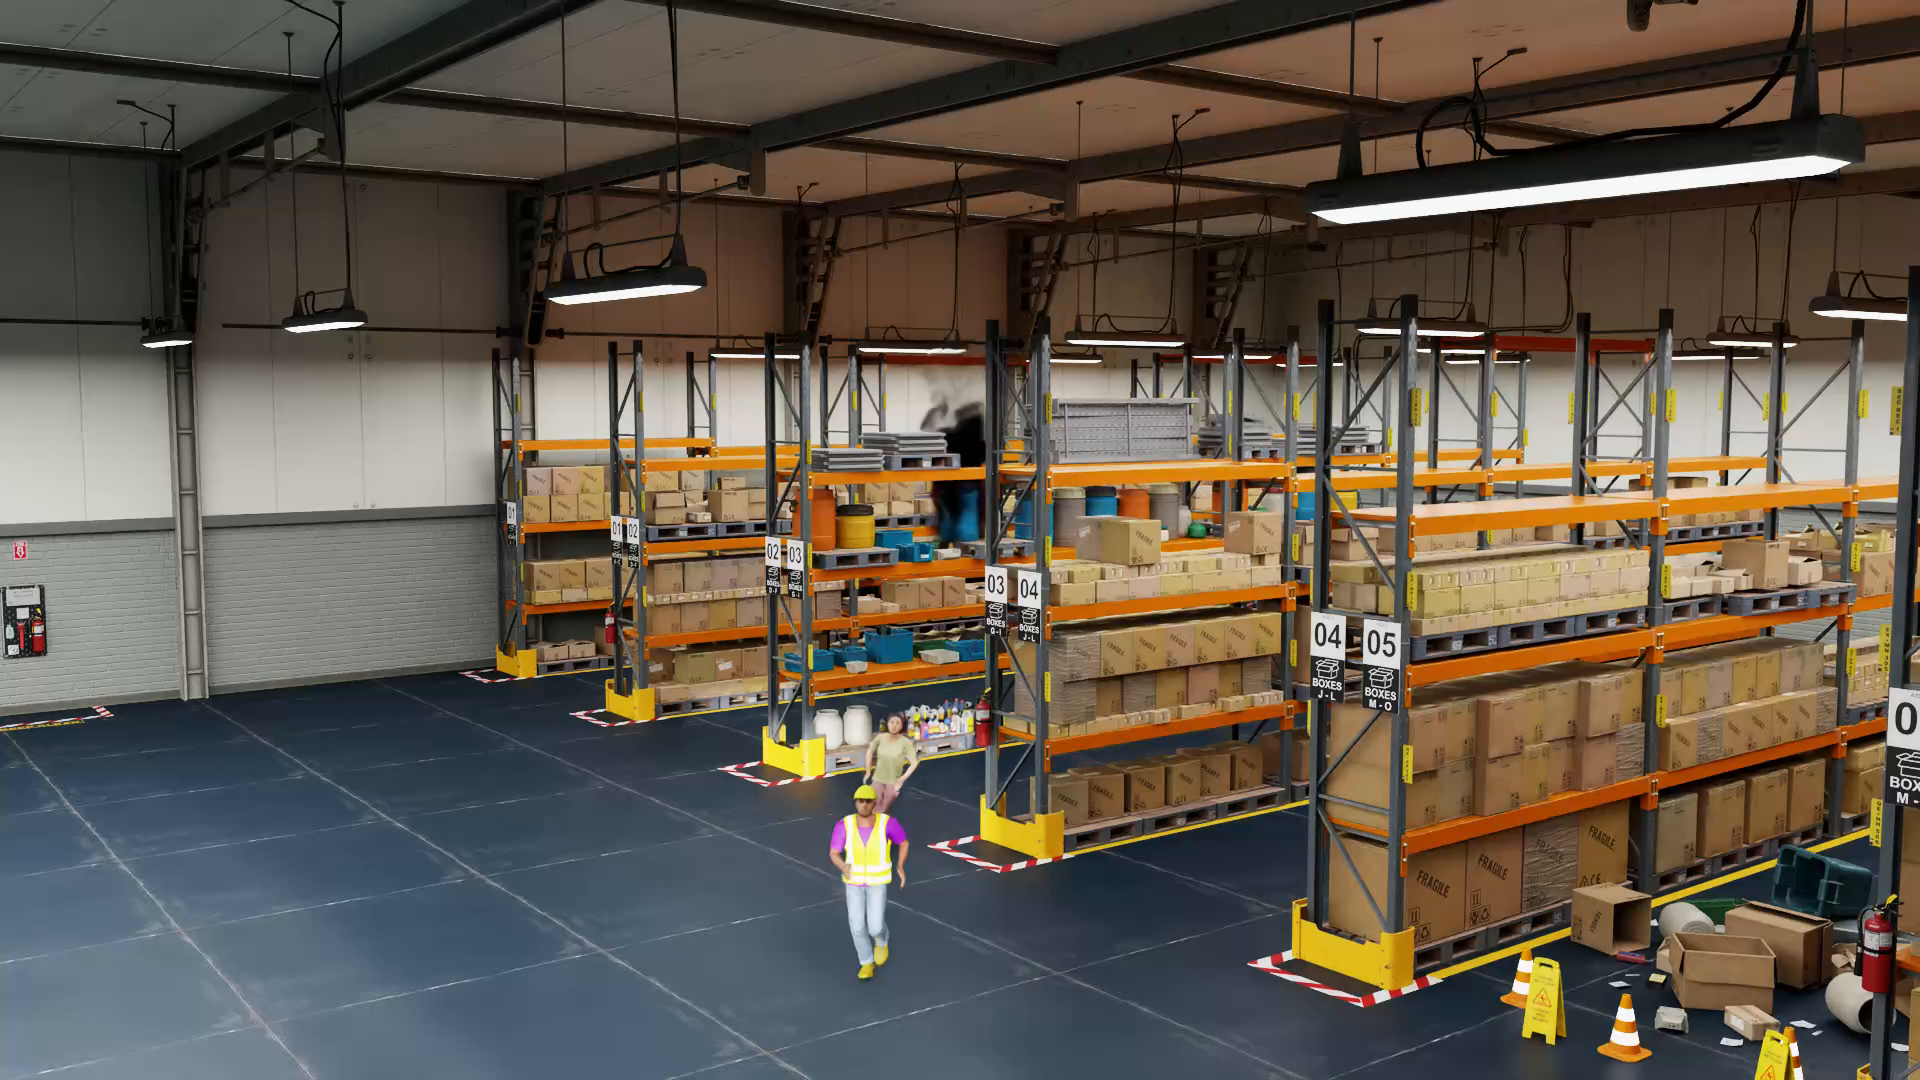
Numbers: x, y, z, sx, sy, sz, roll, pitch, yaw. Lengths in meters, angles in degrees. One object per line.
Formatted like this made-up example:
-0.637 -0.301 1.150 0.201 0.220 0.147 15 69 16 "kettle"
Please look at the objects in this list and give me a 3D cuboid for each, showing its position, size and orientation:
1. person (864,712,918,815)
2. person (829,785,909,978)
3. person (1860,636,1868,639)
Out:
-0.790 2.727 18.676 0.613 1.594 0.533 1 5 11 "person"
-0.817 3.017 14.639 0.693 1.724 0.577 0 5 4 "person"
13.377 2.231 24.499 0.715 1.624 0.524 -4 6 -35 "person"
